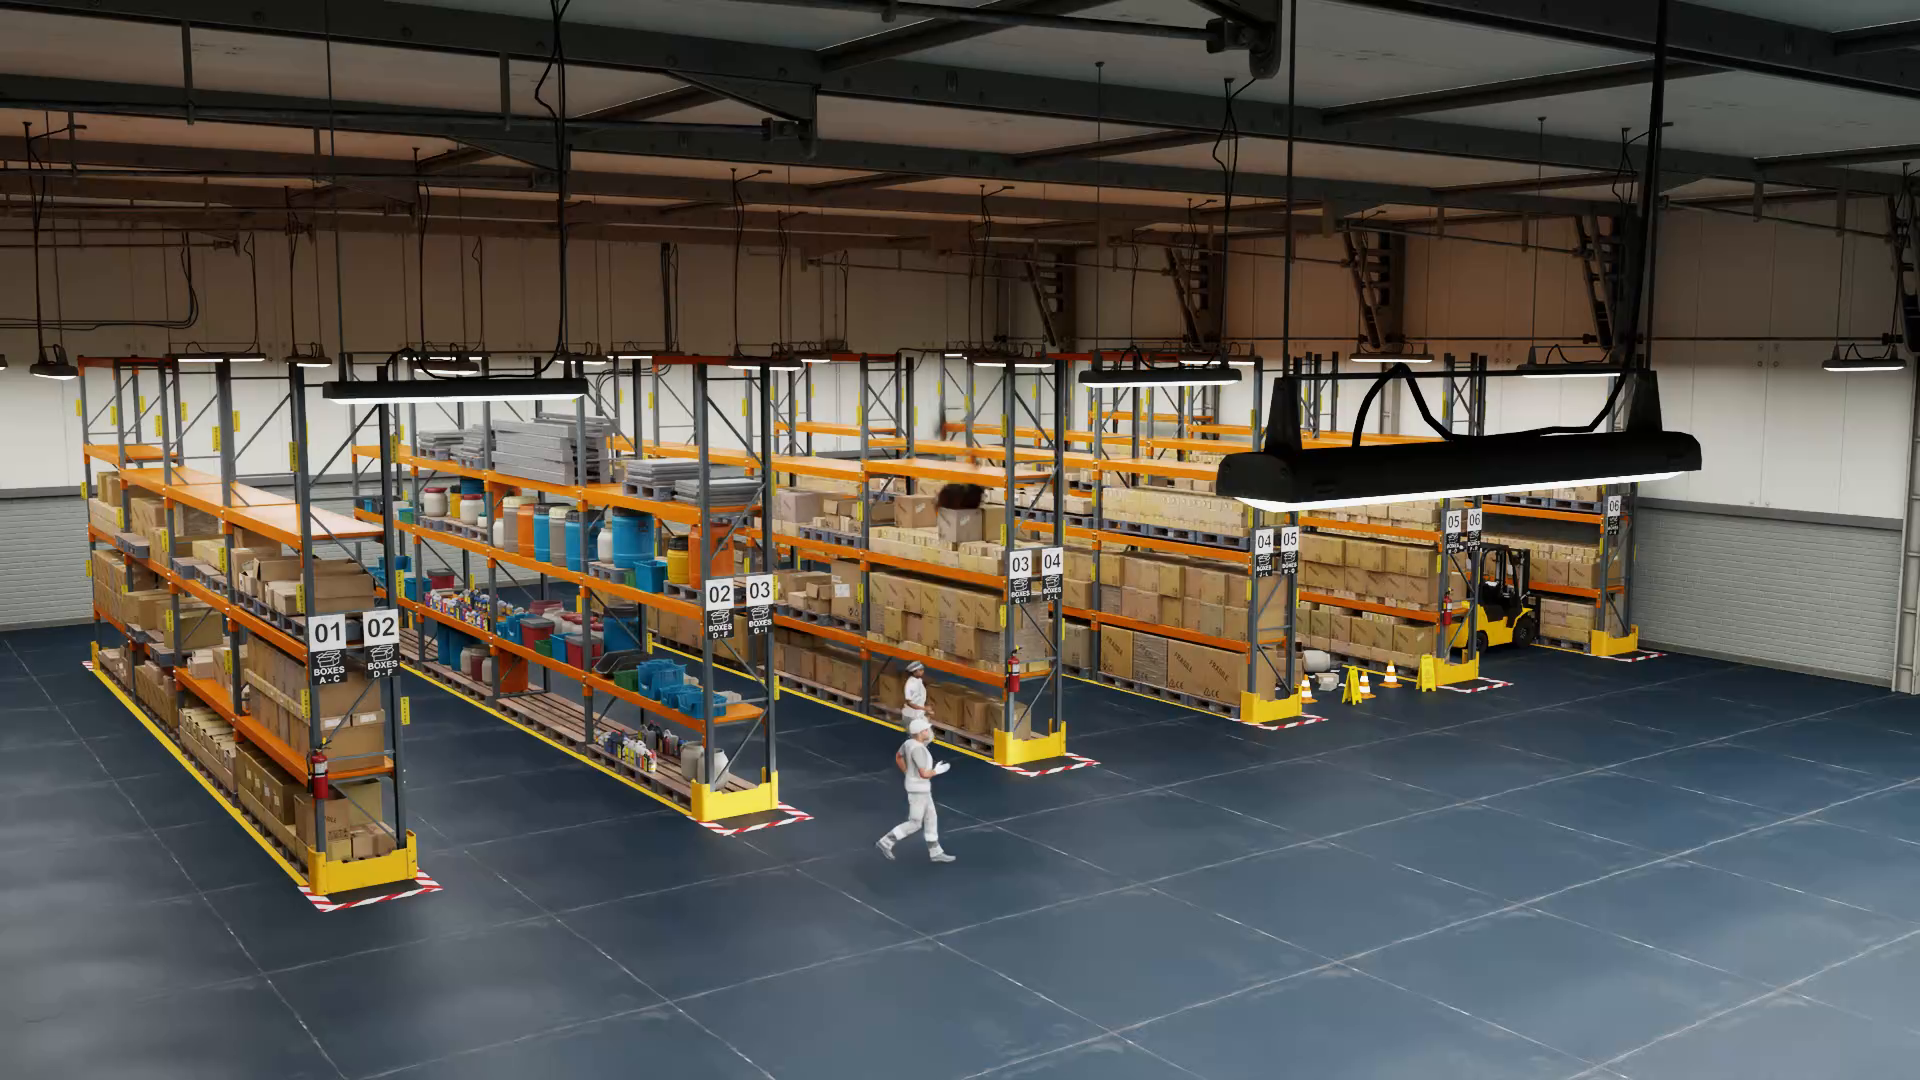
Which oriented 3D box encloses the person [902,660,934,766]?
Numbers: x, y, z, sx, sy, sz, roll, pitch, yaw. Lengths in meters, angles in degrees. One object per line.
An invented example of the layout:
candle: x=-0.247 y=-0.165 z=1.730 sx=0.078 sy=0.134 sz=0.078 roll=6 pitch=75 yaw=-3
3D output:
person: x=-0.622 y=2.563 z=24.300 sx=0.561 sy=1.660 sz=0.575 roll=2 pitch=7 yaw=15

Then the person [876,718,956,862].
person: x=-0.533 y=3.011 z=19.936 sx=0.968 sy=1.768 sz=0.660 roll=-1 pitch=7 yaw=-7
